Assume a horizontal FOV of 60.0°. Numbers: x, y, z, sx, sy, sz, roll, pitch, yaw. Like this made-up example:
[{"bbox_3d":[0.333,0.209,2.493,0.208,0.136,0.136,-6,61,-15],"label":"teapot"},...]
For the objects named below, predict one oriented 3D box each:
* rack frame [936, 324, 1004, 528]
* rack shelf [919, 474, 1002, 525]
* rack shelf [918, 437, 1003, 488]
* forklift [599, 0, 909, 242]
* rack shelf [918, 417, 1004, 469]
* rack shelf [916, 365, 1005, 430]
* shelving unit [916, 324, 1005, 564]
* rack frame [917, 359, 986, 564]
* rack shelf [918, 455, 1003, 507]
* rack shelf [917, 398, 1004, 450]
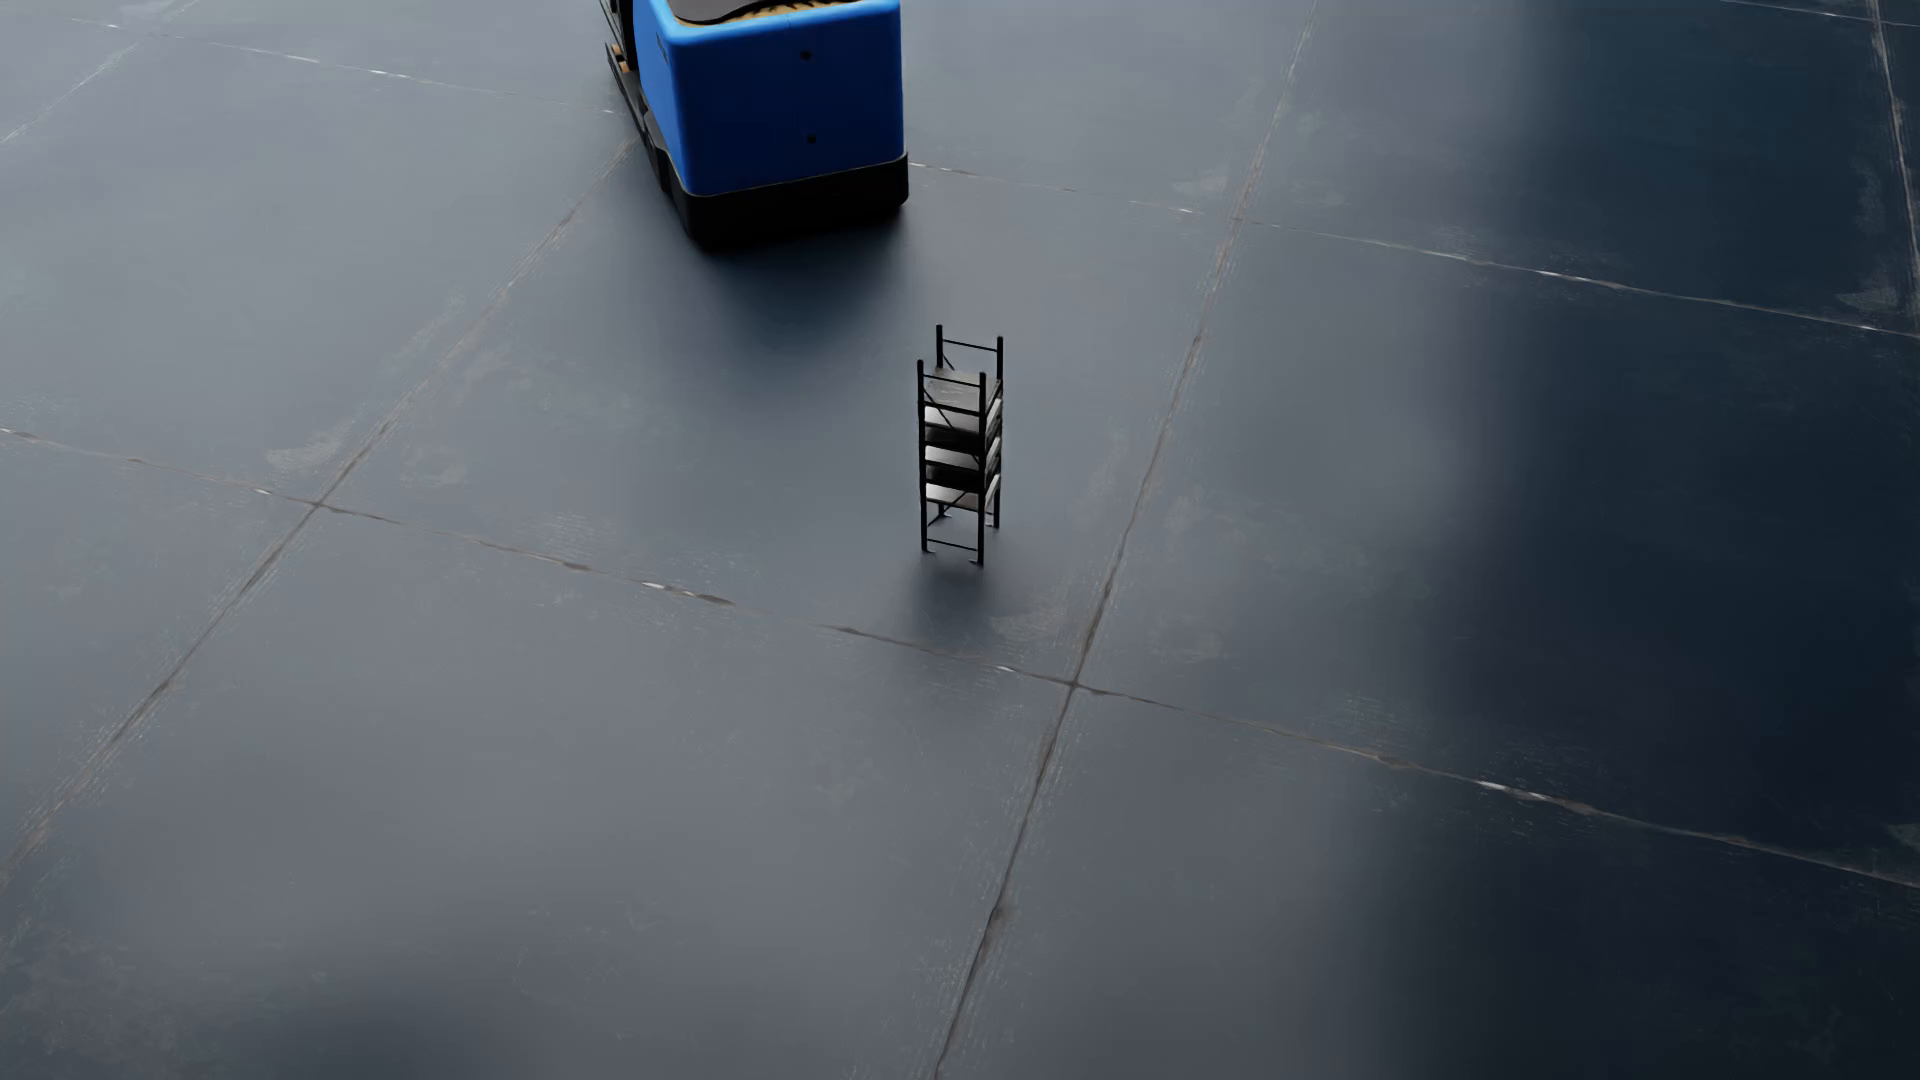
[{"bbox_3d":[0.033,-0.395,6.010,0.240,0.900,0.006,13,46,12],"label":"rack frame"},{"bbox_3d":[0.002,-0.175,6.090,0.258,0.077,0.200,13,46,12],"label":"rack shelf"},{"bbox_3d":[0.002,-0.303,5.964,0.258,0.077,0.200,13,46,12],"label":"rack shelf"},{"bbox_3d":[-1.211,-3.441,7.671,1.130,2.935,3.031,-14,46,-14],"label":"forklift"},{"bbox_3d":[0.002,-0.368,5.901,0.258,0.077,0.200,13,46,12],"label":"rack shelf"},{"bbox_3d":[0.002,-0.496,5.775,0.258,0.077,0.200,13,46,12],"label":"rack shelf"},{"bbox_3d":[0.002,-0.327,5.941,0.258,0.900,0.210,13,46,12],"label":"shelving unit"},{"bbox_3d":[-0.028,-0.259,5.872,0.240,0.900,0.006,13,46,12],"label":"rack frame"},{"bbox_3d":[0.002,-0.239,6.027,0.258,0.077,0.200,13,46,12],"label":"rack shelf"},{"bbox_3d":[0.002,-0.432,5.838,0.258,0.077,0.200,13,46,12],"label":"rack shelf"}]
